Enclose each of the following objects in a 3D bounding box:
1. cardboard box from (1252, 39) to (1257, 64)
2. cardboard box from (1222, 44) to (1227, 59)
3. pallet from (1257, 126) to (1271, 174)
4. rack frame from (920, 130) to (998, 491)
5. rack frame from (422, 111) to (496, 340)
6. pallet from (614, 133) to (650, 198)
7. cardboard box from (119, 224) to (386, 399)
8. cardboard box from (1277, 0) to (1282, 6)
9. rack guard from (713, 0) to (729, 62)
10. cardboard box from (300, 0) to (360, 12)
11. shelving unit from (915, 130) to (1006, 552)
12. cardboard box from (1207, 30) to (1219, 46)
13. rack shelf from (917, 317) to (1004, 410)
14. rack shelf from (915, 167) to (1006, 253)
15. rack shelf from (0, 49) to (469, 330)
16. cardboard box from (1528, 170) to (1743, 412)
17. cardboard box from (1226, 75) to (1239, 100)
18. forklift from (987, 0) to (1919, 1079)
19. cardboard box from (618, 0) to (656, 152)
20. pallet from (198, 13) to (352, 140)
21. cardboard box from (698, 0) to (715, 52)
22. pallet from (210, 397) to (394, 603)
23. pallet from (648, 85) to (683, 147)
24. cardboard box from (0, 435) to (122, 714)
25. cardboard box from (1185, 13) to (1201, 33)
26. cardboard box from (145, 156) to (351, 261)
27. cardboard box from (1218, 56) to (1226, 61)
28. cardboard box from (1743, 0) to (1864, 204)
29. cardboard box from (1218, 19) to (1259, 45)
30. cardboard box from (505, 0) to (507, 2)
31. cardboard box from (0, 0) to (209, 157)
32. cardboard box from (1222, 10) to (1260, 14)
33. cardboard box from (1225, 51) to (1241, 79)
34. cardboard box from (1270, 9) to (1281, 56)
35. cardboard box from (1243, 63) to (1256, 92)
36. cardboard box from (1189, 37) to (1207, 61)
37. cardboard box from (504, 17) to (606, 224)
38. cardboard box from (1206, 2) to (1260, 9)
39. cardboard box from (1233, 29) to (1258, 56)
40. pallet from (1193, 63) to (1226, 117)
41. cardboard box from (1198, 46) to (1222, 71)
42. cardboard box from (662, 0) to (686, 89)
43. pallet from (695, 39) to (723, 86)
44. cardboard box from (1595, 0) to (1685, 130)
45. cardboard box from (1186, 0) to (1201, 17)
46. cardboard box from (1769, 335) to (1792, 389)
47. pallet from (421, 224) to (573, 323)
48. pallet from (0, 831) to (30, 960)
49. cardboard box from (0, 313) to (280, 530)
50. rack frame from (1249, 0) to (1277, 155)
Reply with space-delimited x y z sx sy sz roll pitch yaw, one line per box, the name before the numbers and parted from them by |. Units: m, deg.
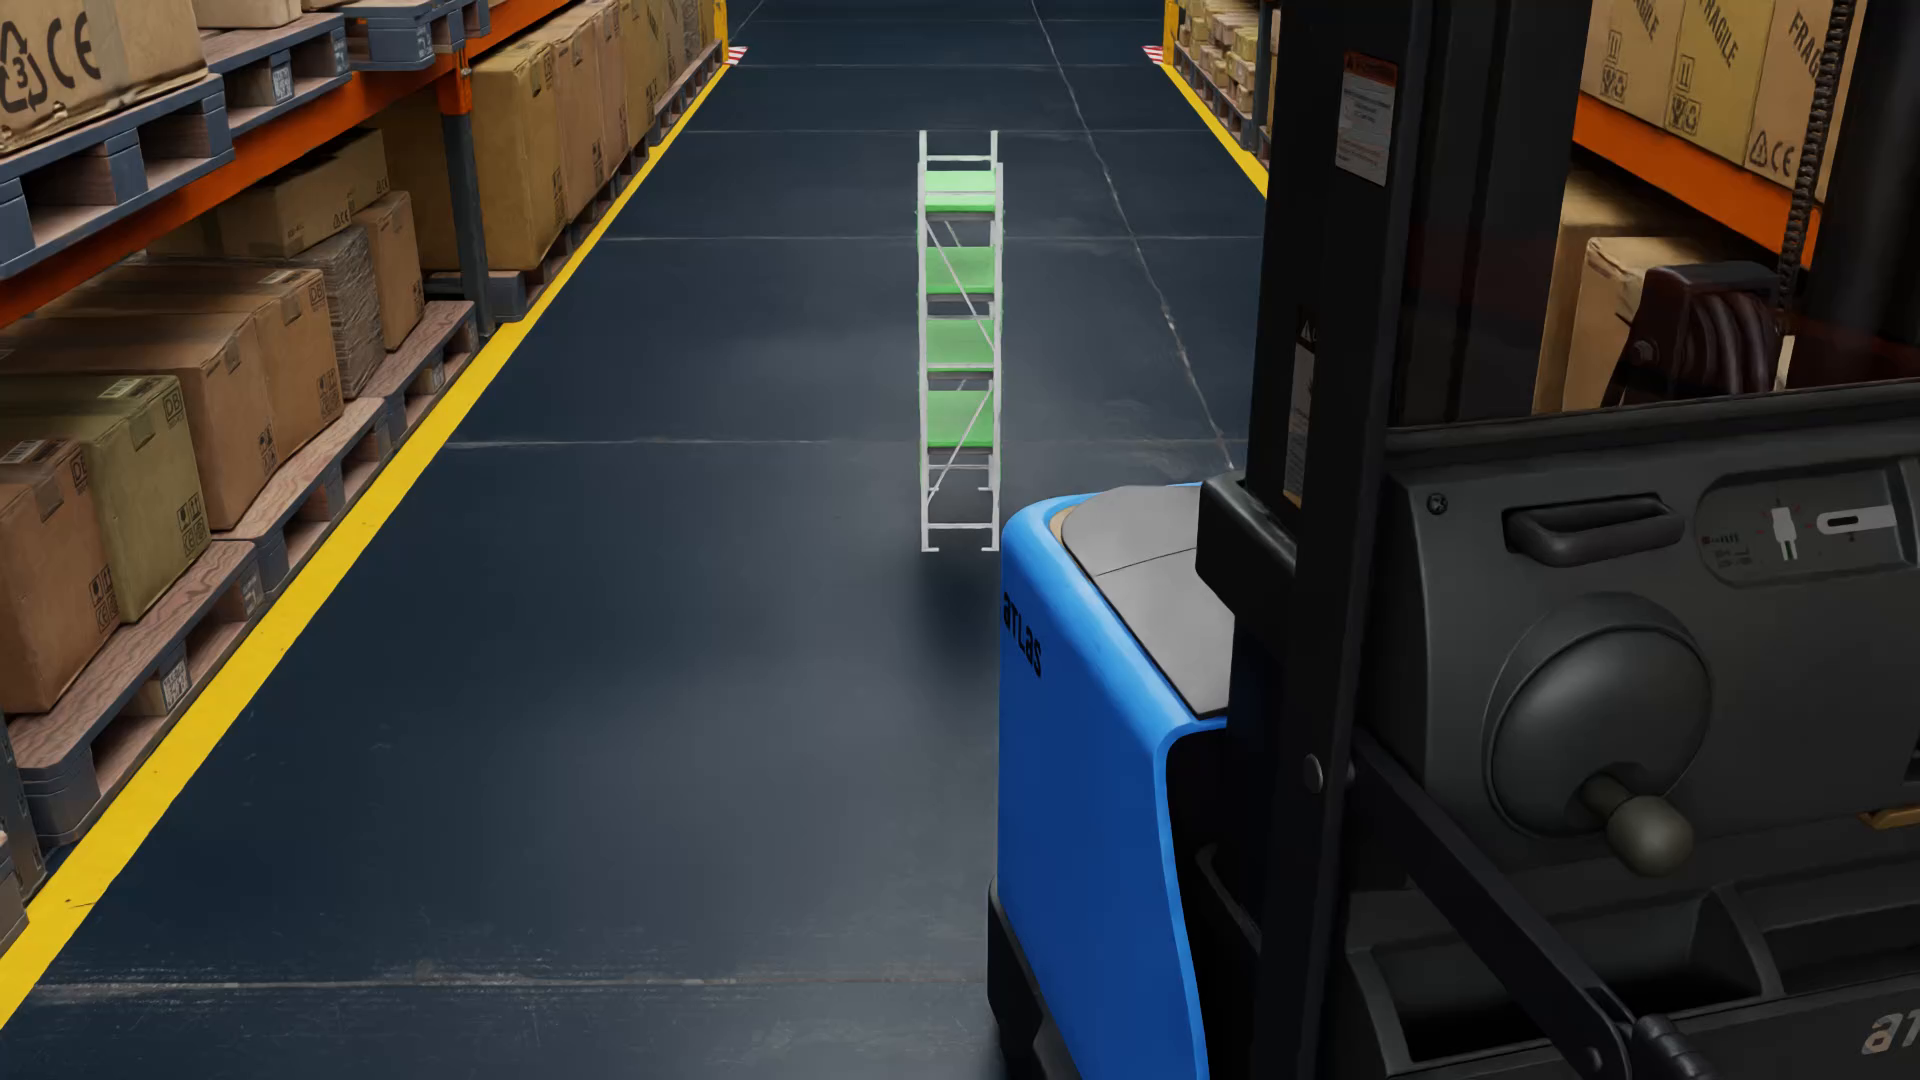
cardboard box | 2.126 -3.189 10.889 0.380 0.149 0.250 0 24 1
cardboard box | 2.123 -3.578 12.109 0.380 0.149 0.250 -1 24 -3
pallet | 2.400 -2.289 10.055 1.003 0.211 1.213 0 24 -1
rack frame | -0.004 -0.715 5.376 0.240 1.200 0.015 0 24 -1
rack frame | -2.527 -2.251 6.588 1.000 3.000 0.127 0 24 -1
pallet | -2.487 -2.311 10.105 1.003 0.211 1.213 0 24 -1
cardboard box | -2.481 -0.808 5.897 0.700 0.500 0.500 -2 24 -5
cardboard box | 2.620 -4.158 13.032 0.380 0.149 0.250 -1 24 -3
rack guard | -2.615 -4.419 14.414 1.175 0.500 0.348 0 24 -1
cardboard box | -2.375 -2.036 5.481 0.700 0.500 0.500 3 25 7
shelving unit | -0.002 -0.615 5.154 0.258 1.200 0.503 0 24 -1
cardboard box | 2.125 -3.911 12.846 0.380 0.149 0.250 -1 24 -3
rack shelf | -0.002 -0.557 5.180 0.258 0.148 0.480 0 24 -1
rack shelf | -0.002 -0.994 4.982 0.258 0.148 0.480 0 24 -1
rack shelf | -2.505 -1.099 4.914 1.077 0.370 4.000 0 24 -1
cardboard box | 2.363 -0.787 5.570 1.050 0.750 0.750 0 24 0
cardboard box | 2.059 -3.149 11.522 0.380 0.149 0.250 -1 24 -2
forklift | 0.920 0.112 1.446 1.130 2.935 3.031 -6 25 -13
cardboard box | -2.544 -2.859 10.001 1.225 0.875 0.875 0 24 0
pallet | -2.464 -1.348 4.824 1.003 0.211 1.213 0 24 -1
cardboard box | -2.527 -4.508 13.646 0.875 0.875 0.875 0 24 -1
pallet | -2.510 -0.157 5.342 1.003 0.211 1.213 0 24 -1
pallet | -2.501 -2.943 11.500 1.003 0.211 1.213 0 24 -1
cardboard box | -2.469 0.082 3.928 0.700 0.500 0.500 -2 24 -5
cardboard box | 2.042 -4.226 13.543 0.380 0.149 0.250 0 24 -1
cardboard box | -2.474 -1.160 5.764 0.500 0.250 0.500 2 24 5
cardboard box | 2.098 -3.467 12.226 0.380 0.149 0.250 0 24 0
cardboard box | 2.199 -1.051 3.813 0.500 0.500 0.500 -1 24 -1
cardboard box | 2.054 -3.615 11.831 0.380 0.149 0.250 -1 24 -3
cardboard box | -2.268 -2.711 7.483 0.500 0.500 0.500 -1 24 -2
cardboard box | -2.352 -1.396 3.459 1.000 1.000 1.000 0 24 0
cardboard box | 2.145 -3.829 12.304 0.380 0.149 0.250 0 24 0
cardboard box | 2.033 -3.258 11.403 0.380 0.149 0.250 -1 24 -2
cardboard box | 2.134 -2.969 9.788 0.500 0.250 0.500 -1 24 -3
cardboard box | 2.069 -3.037 10.913 0.380 0.149 0.250 0 24 0
cardboard box | 2.020 -3.888 13.156 0.380 0.149 0.250 0 24 0
cardboard box | -2.516 -2.126 8.380 1.225 0.875 0.875 0 24 0
cardboard box | 2.090 -4.041 12.773 0.380 0.149 0.250 1 24 2
cardboard box | 2.074 -3.397 11.348 0.380 0.149 0.250 0 24 -1
pallet | 2.331 -3.390 12.490 1.003 0.211 1.213 0 24 -1
cardboard box | 2.033 -3.680 12.697 0.380 0.149 0.250 -1 24 -3
cardboard box | -2.508 -3.766 12.006 0.875 0.875 0.875 0 24 -1
pallet | -2.527 -3.948 13.723 1.003 0.211 1.213 0 24 -1
cardboard box | 2.185 -1.469 4.736 0.500 0.500 0.500 -1 24 -1
cardboard box | 2.010 -4.257 13.251 0.380 0.149 0.250 0 24 -1
cardboard box | 2.381 -0.005 3.842 1.050 0.750 0.750 0 24 -1
pallet | -2.460 -1.306 7.881 1.003 0.211 1.213 0 24 -1
pallet | -2.441 0.944 2.907 1.003 0.211 1.213 0 24 -1
cardboard box | -2.461 -0.345 4.872 0.700 0.500 0.500 -2 24 -5
rack frame | 2.390 -3.880 10.189 1.000 3.000 0.127 0 24 -1
